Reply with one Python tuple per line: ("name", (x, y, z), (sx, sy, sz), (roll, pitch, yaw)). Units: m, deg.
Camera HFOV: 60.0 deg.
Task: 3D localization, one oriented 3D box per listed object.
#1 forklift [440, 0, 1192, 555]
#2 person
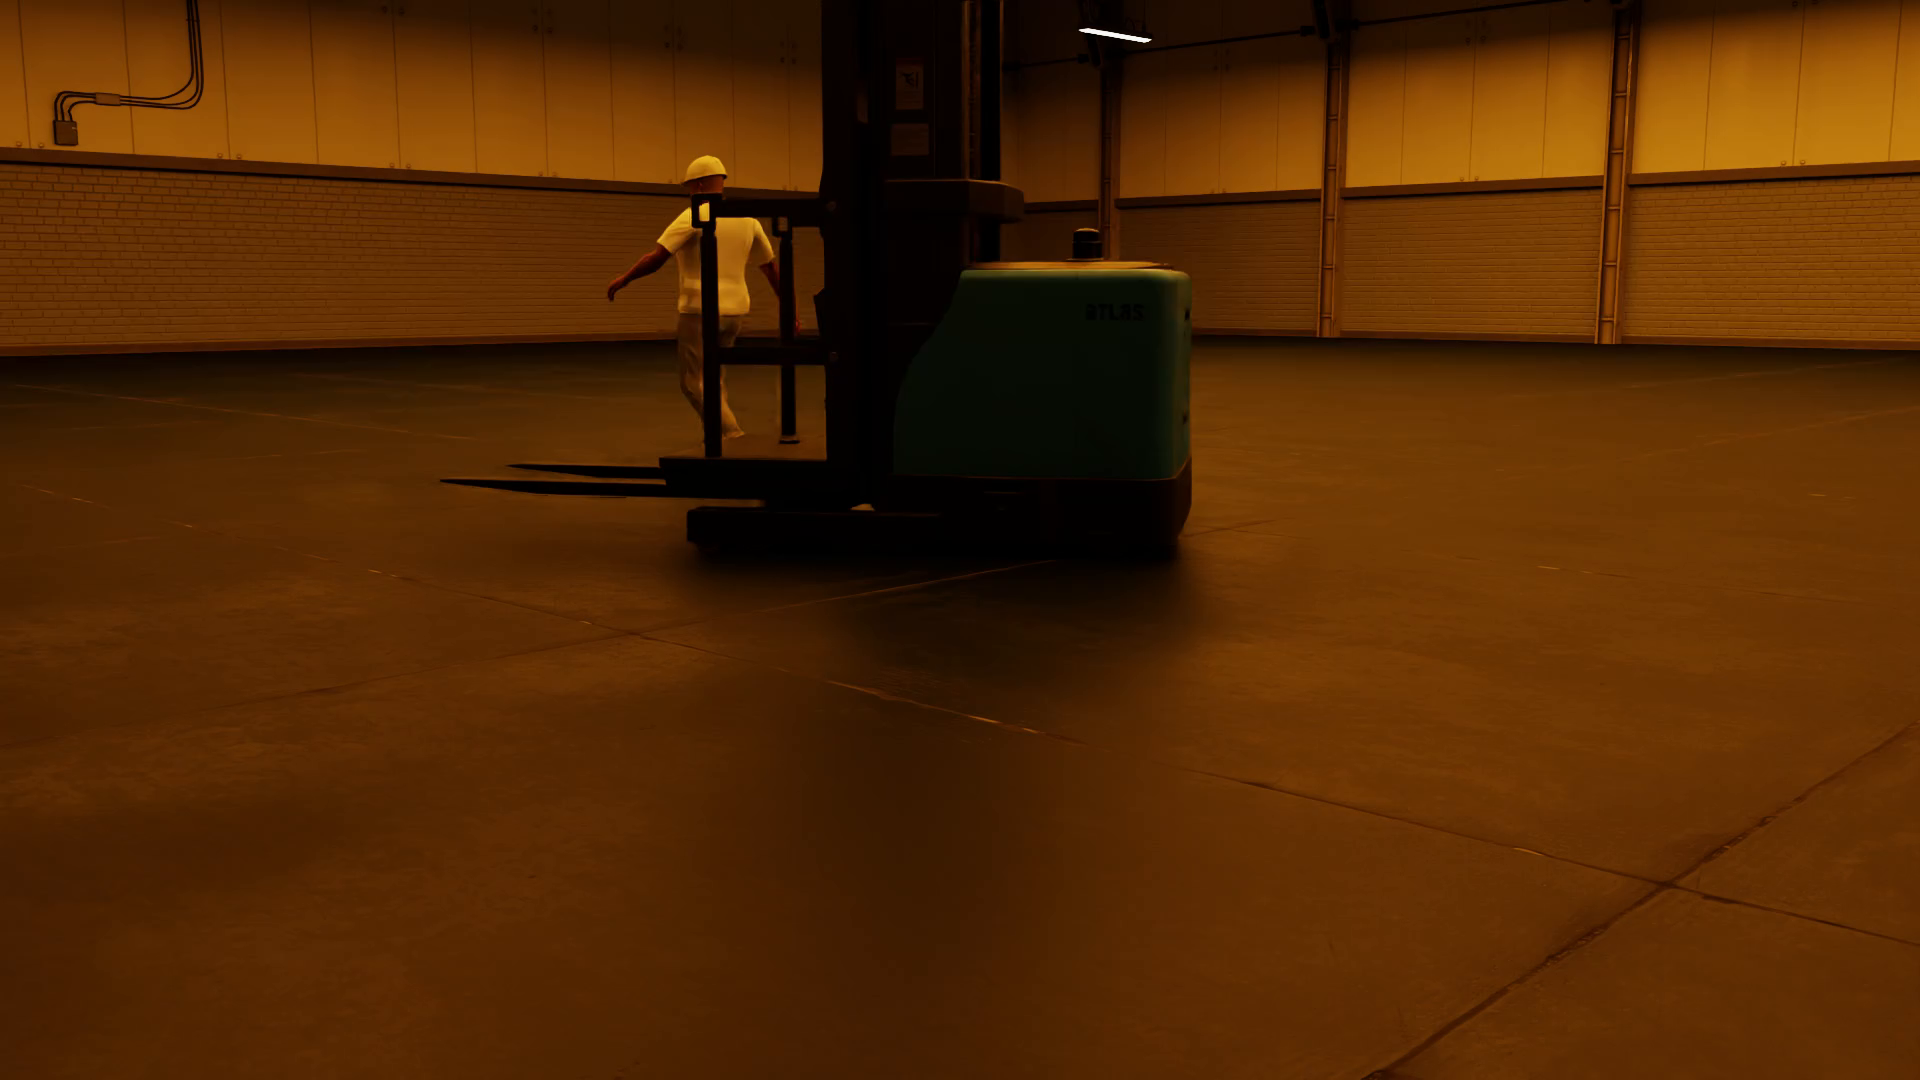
("forklift", (-0.596, -1.479, 6.698), (3.031, 2.935, 1.130), (2, 9, 11))
("person", (-1.410, -1.290, 9.446), (0.740, 1.745, 0.982), (7, 11, 39))
